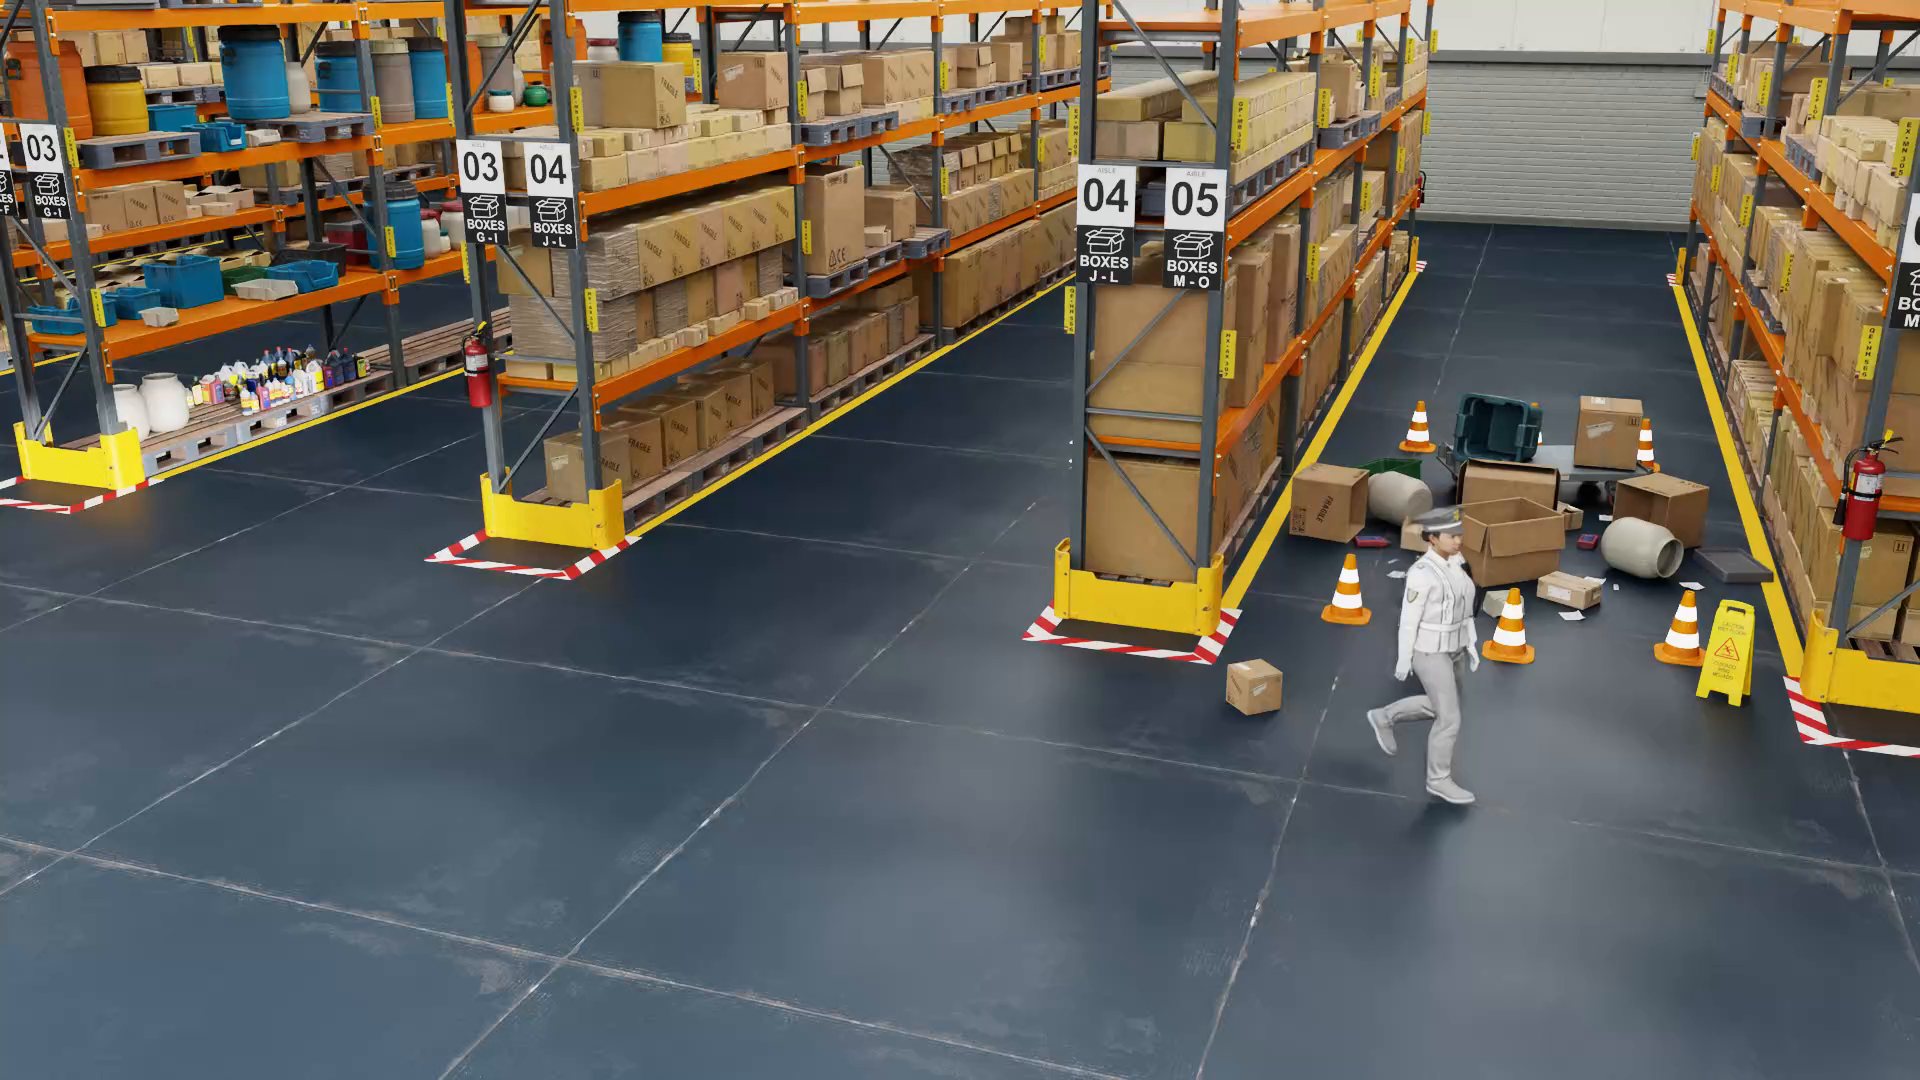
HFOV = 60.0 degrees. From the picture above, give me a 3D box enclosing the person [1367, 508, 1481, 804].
[{"bbox_3d":[2.614,0.588,9.230,0.750,1.655,0.474,17,25,40],"label":"person"}]
